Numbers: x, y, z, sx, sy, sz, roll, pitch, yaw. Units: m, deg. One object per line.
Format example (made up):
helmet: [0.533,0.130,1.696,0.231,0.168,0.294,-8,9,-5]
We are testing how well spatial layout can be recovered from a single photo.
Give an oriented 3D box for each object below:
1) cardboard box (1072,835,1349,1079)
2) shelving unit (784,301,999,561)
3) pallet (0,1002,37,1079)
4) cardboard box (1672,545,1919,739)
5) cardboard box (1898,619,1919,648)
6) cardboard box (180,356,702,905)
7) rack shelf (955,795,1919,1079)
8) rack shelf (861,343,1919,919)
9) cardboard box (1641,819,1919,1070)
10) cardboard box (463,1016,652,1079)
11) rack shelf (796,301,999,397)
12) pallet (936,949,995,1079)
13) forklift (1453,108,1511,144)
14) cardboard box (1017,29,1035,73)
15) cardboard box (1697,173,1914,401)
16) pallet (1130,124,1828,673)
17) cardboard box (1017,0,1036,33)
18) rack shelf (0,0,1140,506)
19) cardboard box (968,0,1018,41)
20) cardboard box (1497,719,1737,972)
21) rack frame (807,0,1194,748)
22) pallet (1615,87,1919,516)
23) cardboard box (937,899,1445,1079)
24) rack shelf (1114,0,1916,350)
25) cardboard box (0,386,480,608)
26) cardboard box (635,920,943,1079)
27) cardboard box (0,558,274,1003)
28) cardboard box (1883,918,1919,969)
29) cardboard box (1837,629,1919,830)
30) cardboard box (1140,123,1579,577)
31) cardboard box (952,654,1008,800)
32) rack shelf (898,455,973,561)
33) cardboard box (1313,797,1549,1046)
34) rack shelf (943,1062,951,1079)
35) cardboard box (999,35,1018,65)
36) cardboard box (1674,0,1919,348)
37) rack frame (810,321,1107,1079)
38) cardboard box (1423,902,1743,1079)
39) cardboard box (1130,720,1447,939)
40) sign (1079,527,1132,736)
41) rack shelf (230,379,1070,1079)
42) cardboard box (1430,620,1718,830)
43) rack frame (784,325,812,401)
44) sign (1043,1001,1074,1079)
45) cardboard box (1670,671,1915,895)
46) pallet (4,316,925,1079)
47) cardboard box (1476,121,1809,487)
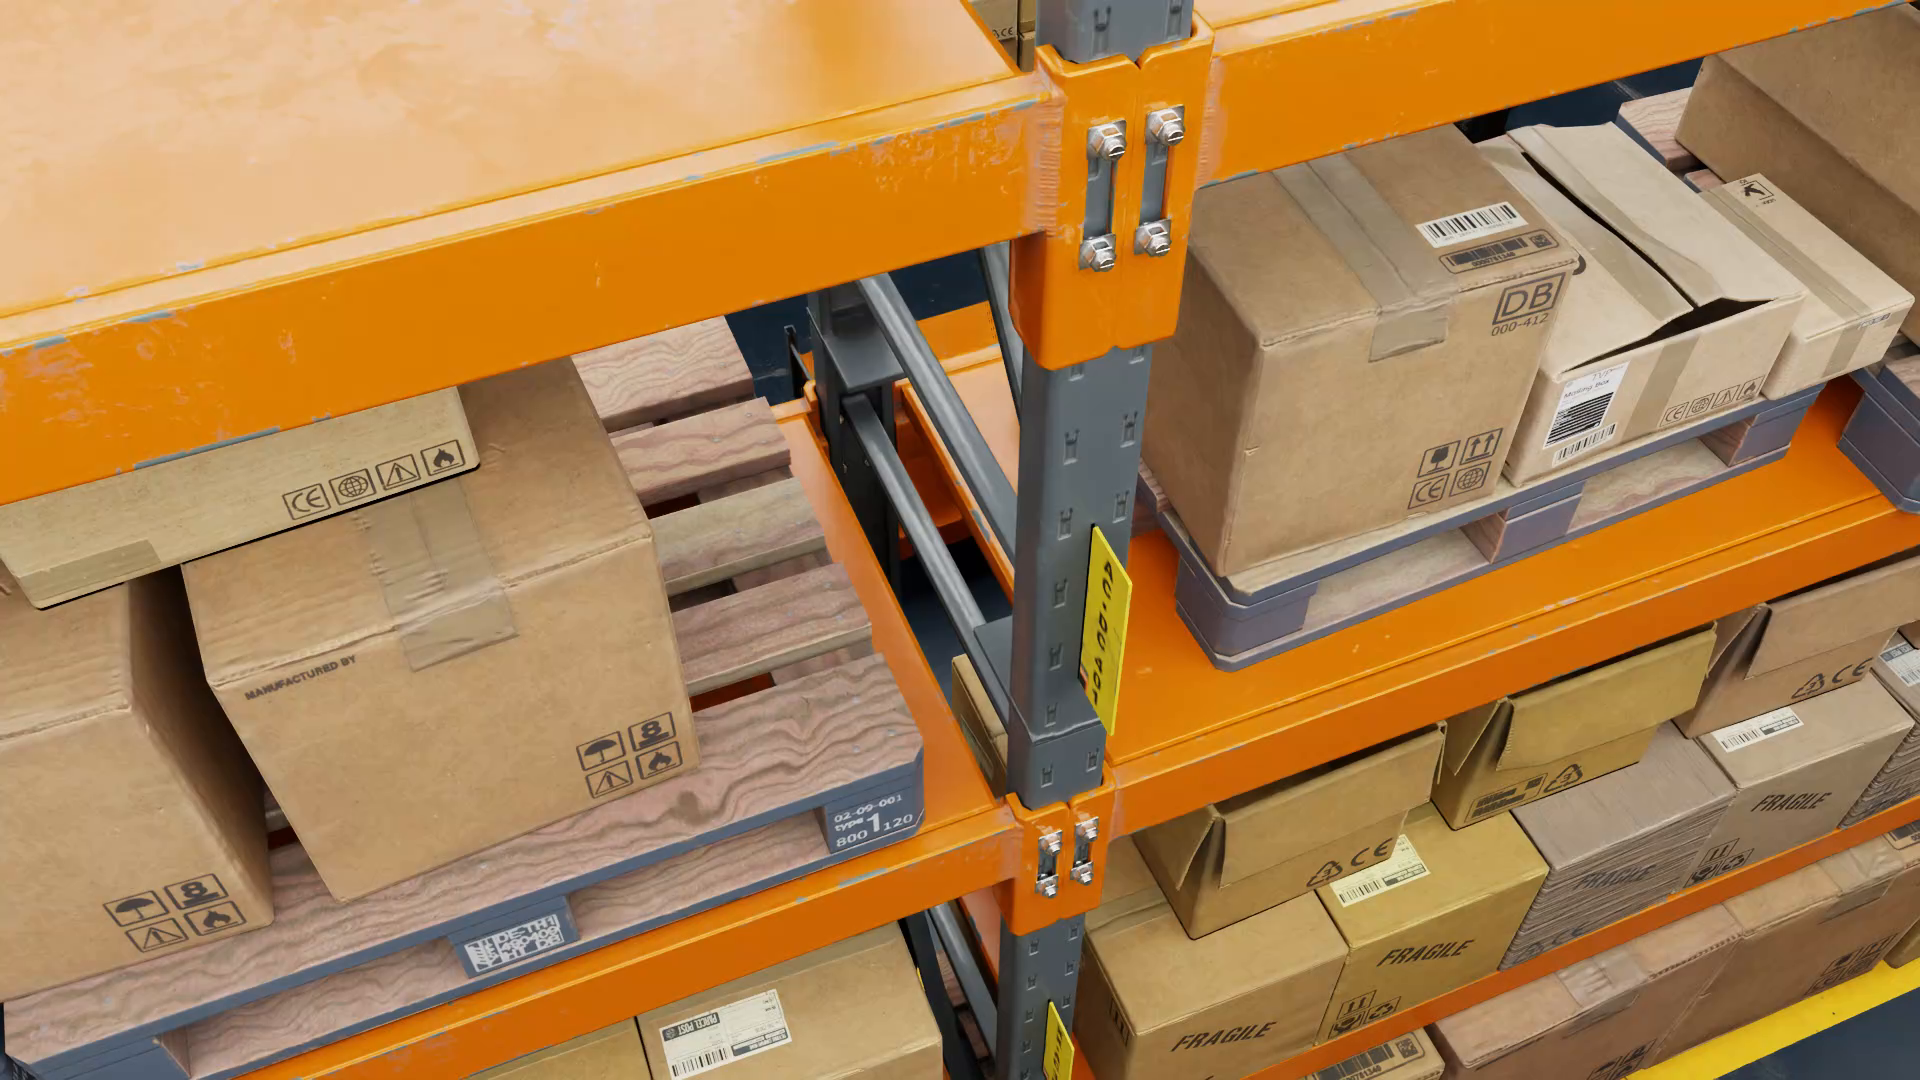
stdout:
cardboard box: [0.494,0.916,3.761,0.500,0.500,0.500,-17,51,-14]
shelving unit: [-0.028,-0.353,6.153,1.048,1.125,0.538,-18,52,-15]
pallet: [-1.915,0.531,2.238,1.213,0.211,1.003,-17,52,-14]
cardboard box: [1.771,-0.021,3.905,0.637,0.503,0.797,-16,51,-13]
cardboard box: [2.389,-0.218,4.074,0.637,0.503,0.797,-16,51,-13]
cardboard box: [-0.728,-0.007,2.234,0.500,0.500,0.700,-20,52,-16]
rack shelf: [1.825,0.566,4.602,4.000,0.370,1.077,-17,52,-14]
rack shelf: [1.825,-0.411,3.464,4.000,0.370,1.077,-17,52,-14]
cardboard box: [2.202,0.747,5.096,0.875,0.875,1.225,-17,51,-14]
cardboard box: [-0.816,1.073,3.100,0.500,0.500,0.500,-17,51,-14]
rack shelf: [-0.028,-0.544,5.930,1.000,0.278,0.538,-18,52,-15]
pallet: [0.659,1.540,5.129,1.213,0.211,1.003,-17,52,-14]
forklift: [1.777,-1.712,6.129,3.031,2.935,1.130,-21,53,-17]
cardboard box: [0.419,-2.395,8.041,0.500,0.500,0.500,-19,52,-16]
cardboard box: [1.409,-0.449,2.910,0.250,0.149,0.380,-19,52,-16]
pallet: [0.804,-0.307,3.026,1.217,0.209,0.805,-19,52,-16]
cardboard box: [0.421,-2.654,7.769,0.500,0.250,0.500,-16,51,-13]
rack shelf: [-1.878,-0.111,1.492,4.000,0.370,1.077,-17,52,-14]
cardboard box: [-0.058,-2.498,7.635,0.500,0.250,0.500,-15,51,-13]
cardboard box: [1.422,0.628,4.008,0.500,0.500,0.500,-18,52,-15]
rack frame: [-0.026,-1.049,1.560,0.127,3.000,1.000,-17,52,-14]
pallet: [2.066,-0.613,3.287,1.213,0.211,1.003,-15,51,-13]
cardboard box: [0.558,1.263,4.653,0.875,0.875,1.225,-17,51,-14]
rack shelf: [1.825,-1.258,2.477,4.000,0.370,1.077,-17,52,-14]
cardboard box: [-0.900,-0.253,1.951,0.500,0.250,0.500,-20,52,-17]
cardboard box: [-0.351,0.933,3.221,0.500,0.500,0.500,-16,51,-13]
cardboard box: [-1.228,0.144,2.104,0.500,0.500,0.700,-15,51,-12]
cardboard box: [3.030,0.497,5.311,0.875,0.875,1.225,-19,52,-16]
cardboard box: [2.370,0.331,4.263,0.500,0.500,0.500,-19,52,-15]
cardboard box: [0.507,-0.415,2.650,0.500,0.500,0.700,-16,51,-13]
cardboard box: [0.303,0.547,4.078,0.500,0.500,0.500,-17,51,-14]
rack shelf: [-0.028,-0.194,6.338,1.000,0.278,0.538,-18,52,-15]
cardboard box: [0.959,0.772,3.885,0.500,0.500,0.500,-17,51,-14]
rack shelf: [-1.878,1.713,3.616,4.000,0.370,1.077,-17,52,-14]
cardboard box: [-0.055,-2.268,7.932,0.500,0.500,0.500,-16,51,-14]
cardboard box: [1.793,-0.789,2.969,0.637,0.503,0.797,-18,52,-15]
rack frame: [-0.026,0.905,3.836,0.127,3.000,1.000,-17,52,-14]
cardboard box: [1.385,1.006,4.873,0.875,0.875,1.225,-19,52,-15]
cardboard box: [0.562,0.357,3.580,0.637,0.503,0.797,-18,52,-15]
sign: [0.185,0.123,2.138,0.005,0.325,0.100,-17,52,-14]
rack shelf: [-1.878,0.736,2.478,4.000,0.370,1.077,-17,52,-14]
cardboard box: [1.202,0.168,3.742,0.637,0.503,0.797,-17,51,-14]
rack frame: [-0.494,-0.200,6.021,0.032,1.125,0.500,-18,52,-15]
sign: [0.185,0.987,3.143,0.005,0.325,0.100,-17,52,-14]
cardboard box: [1.899,0.476,4.139,0.500,0.500,0.500,-16,51,-14]
pallet: [-0.788,0.184,2.537,1.213,0.211,1.003,-17,52,-14]
cardboard box: [1.023,-0.431,2.789,0.500,0.311,0.500,-19,52,-15]
